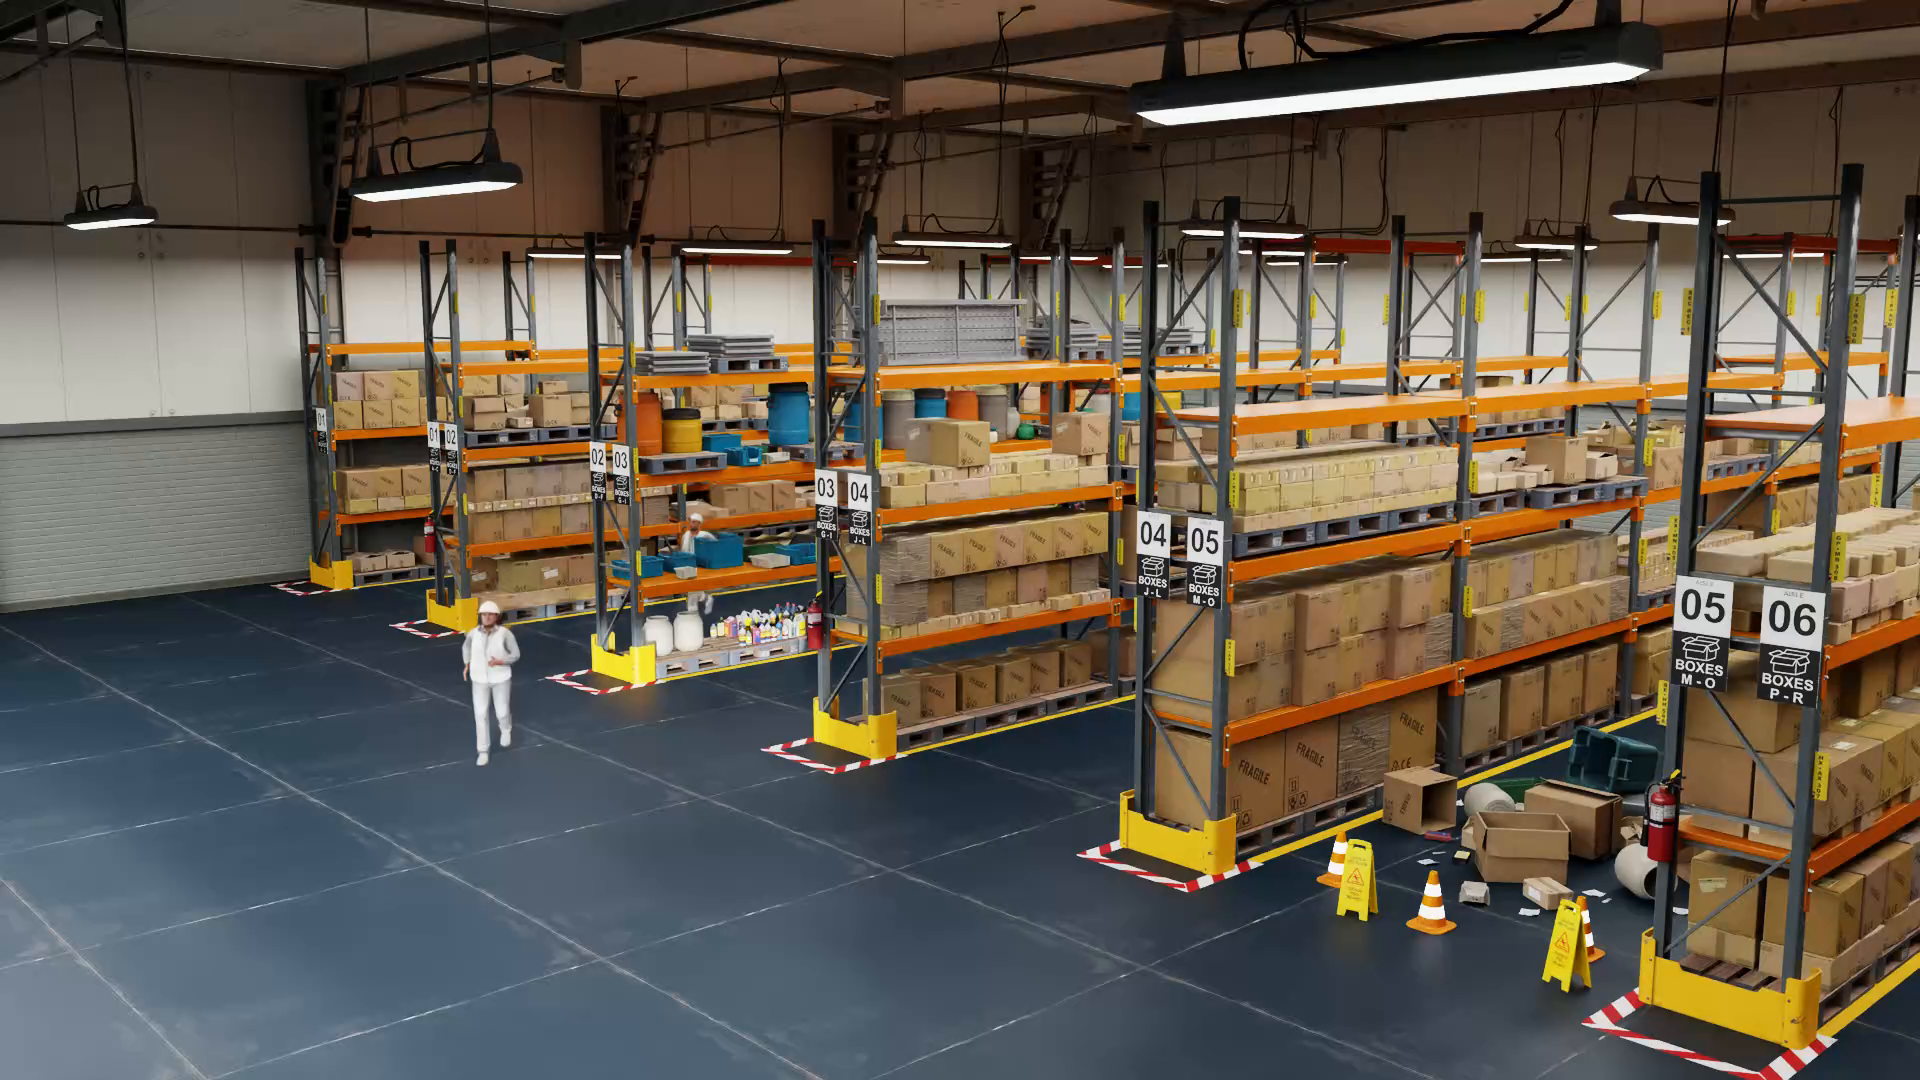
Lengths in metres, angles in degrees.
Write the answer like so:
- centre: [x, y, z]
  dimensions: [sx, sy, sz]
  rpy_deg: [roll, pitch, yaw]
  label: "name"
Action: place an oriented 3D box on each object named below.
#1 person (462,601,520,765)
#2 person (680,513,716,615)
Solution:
- centre: [-5.244, 1.549, 18.585]
  dimensions: [0.670, 1.752, 0.967]
  rpy_deg: [-1, 8, -5]
  label: "person"
- centre: [-4.067, 0.468, 25.775]
  dimensions: [0.656, 1.781, 0.899]
  rpy_deg: [5, 10, 30]
  label: "person"
